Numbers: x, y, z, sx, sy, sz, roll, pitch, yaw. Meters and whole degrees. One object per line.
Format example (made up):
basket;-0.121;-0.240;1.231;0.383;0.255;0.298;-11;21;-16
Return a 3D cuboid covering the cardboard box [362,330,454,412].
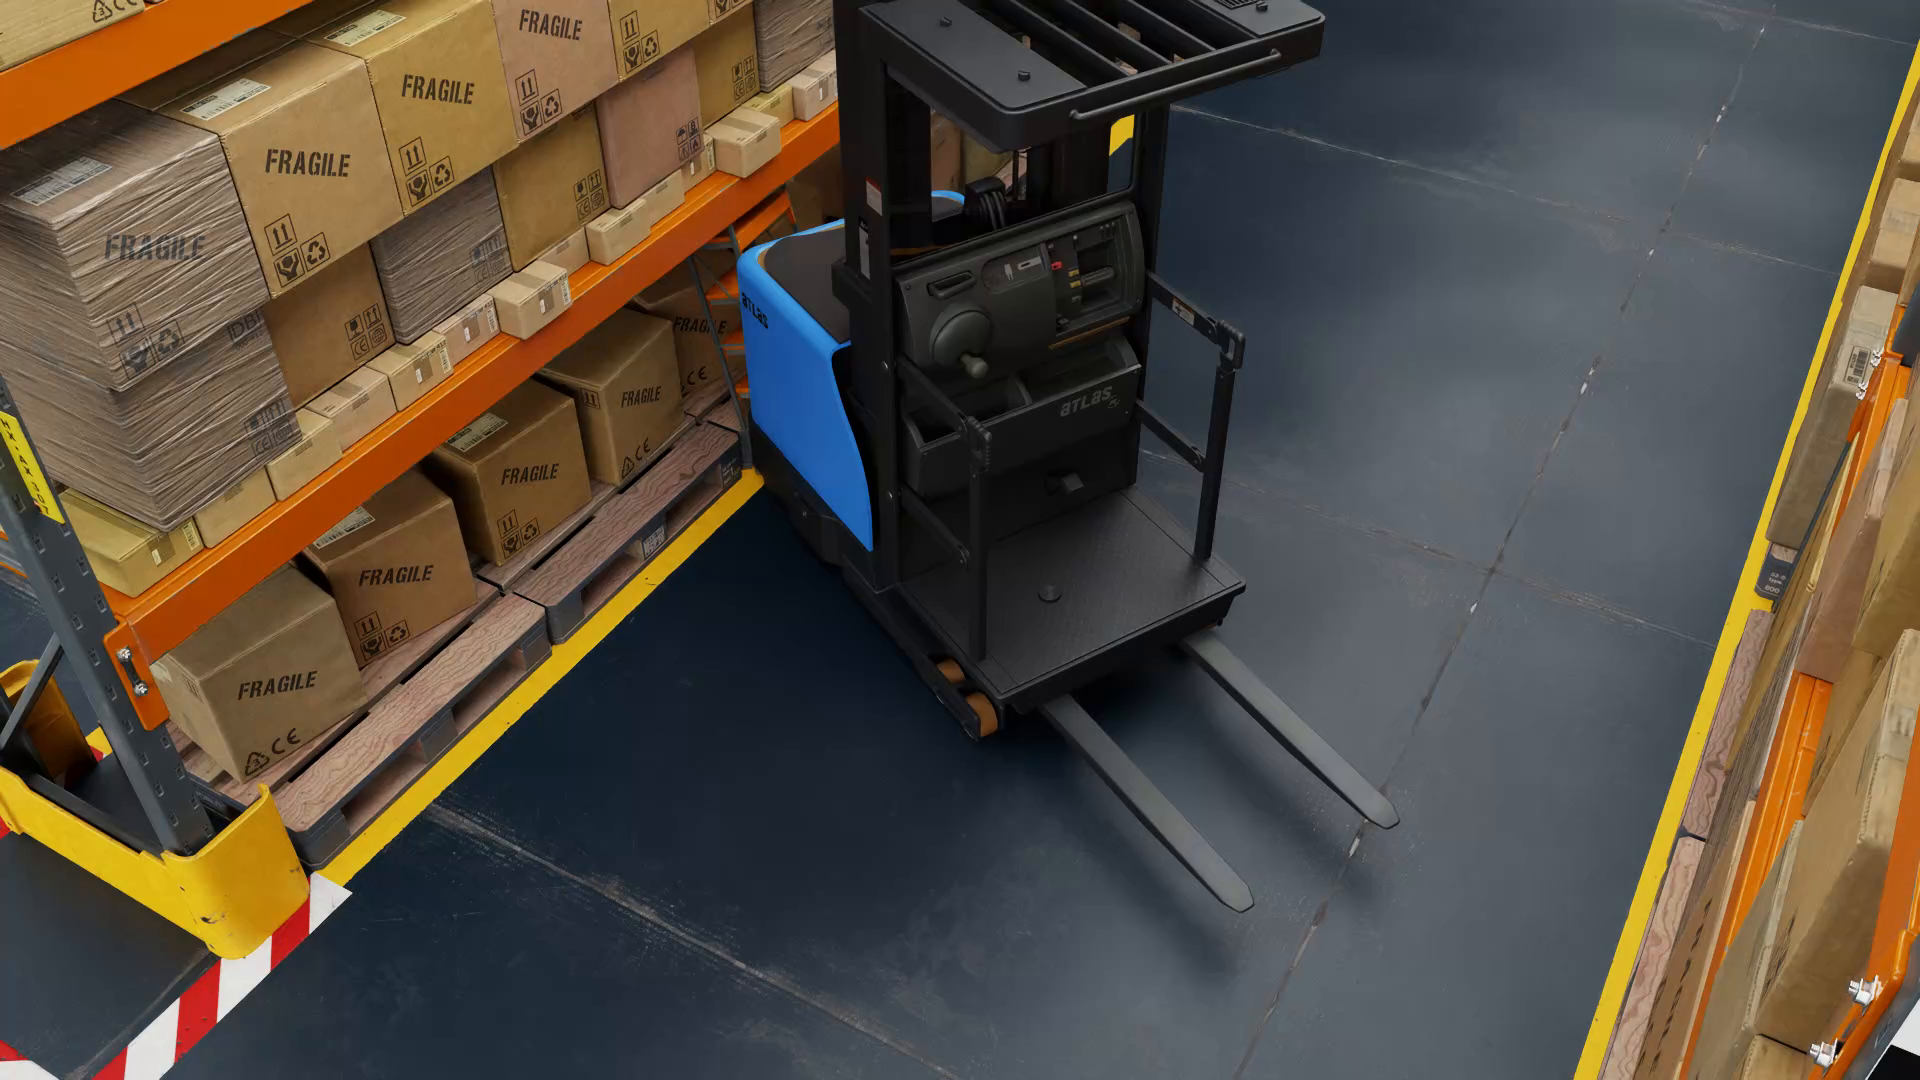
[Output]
cardboard box;-1.863;-0.589;5.339;0.380;0.149;0.250;21;45;22

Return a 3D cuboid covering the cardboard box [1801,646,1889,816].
cardboard box;2.535;0.463;3.841;0.875;0.550;0.500;21;45;22

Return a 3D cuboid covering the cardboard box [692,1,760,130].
cardboard box;-1.288;-1.960;6.405;0.875;0.500;0.500;21;45;22

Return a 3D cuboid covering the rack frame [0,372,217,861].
rack frame;-2.730;-0.033;4.518;1.000;3.000;0.127;21;45;22

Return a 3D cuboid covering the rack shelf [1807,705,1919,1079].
rack shelf;2.514;-0.335;3.136;1.077;0.370;4.000;21;45;22

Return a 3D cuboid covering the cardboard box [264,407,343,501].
cardboard box;-2.101;-0.298;5.009;0.380;0.149;0.250;21;45;22

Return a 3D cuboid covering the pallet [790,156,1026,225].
pallet;-0.340;-1.722;8.545;1.003;0.211;1.213;21;45;22

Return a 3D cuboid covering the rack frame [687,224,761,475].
rack frame;-0.883;-0.788;6.728;0.240;1.200;0.015;0;32;23

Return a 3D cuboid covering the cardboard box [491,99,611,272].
cardboard box;-1.737;-1.368;5.733;0.875;0.500;0.500;21;45;22

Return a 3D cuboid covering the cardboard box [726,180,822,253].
cardboard box;-0.963;-1.326;7.560;0.500;0.500;0.500;20;45;21

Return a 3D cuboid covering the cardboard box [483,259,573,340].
cardboard box;-1.547;-0.850;5.635;0.380;0.149;0.250;21;45;22

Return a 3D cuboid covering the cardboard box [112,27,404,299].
cardboard box;-1.963;-1.066;4.634;0.500;0.500;0.500;21;45;22

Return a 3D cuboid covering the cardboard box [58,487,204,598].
cardboard box;-2.381;-0.023;4.697;0.380;0.149;0.250;21;45;22

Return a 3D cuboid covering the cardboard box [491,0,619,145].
cardboard box;-1.469;-1.641;5.286;0.500;0.500;0.500;21;45;22

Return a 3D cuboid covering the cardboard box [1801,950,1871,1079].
cardboard box;1.733;1.004;2.410;0.875;0.550;0.550;21;45;22

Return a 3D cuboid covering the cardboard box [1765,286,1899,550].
cardboard box;3.748;-0.322;6.231;1.050;0.750;0.750;21;45;22

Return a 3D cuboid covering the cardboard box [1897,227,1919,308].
cardboard box;3.545;-1.049;5.595;0.500;0.500;0.500;21;45;22

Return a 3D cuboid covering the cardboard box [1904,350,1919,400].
cardboard box;3.341;-0.465;4.895;0.875;0.550;0.550;21;45;22

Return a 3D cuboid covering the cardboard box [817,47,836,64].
cardboard box;-0.582;-2.008;6.950;0.380;0.149;0.250;21;45;22

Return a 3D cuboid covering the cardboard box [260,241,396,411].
cardboard box;-2.285;-0.814;5.104;0.875;0.500;0.500;21;45;22

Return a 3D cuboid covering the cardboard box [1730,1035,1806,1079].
cardboard box;1.660;1.381;2.798;0.875;0.550;0.550;21;45;22

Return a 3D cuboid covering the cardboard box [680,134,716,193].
cardboard box;-1.160;-1.465;6.334;0.380;0.149;0.250;21;45;22

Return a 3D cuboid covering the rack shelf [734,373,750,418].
rack shelf;-0.745;-0.695;7.048;0.258;0.148;0.480;0;32;23

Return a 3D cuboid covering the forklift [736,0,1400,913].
forklift;0.335;-0.750;5.383;1.130;2.935;3.031;-23;46;-24

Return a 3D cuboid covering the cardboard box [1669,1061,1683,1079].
cardboard box;1.796;1.895;3.619;0.875;0.875;0.875;21;46;22

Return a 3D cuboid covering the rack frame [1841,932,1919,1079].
rack frame;1.511;1.664;2.591;0.949;2.616;0.053;21;45;22

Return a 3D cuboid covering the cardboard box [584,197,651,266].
cardboard box;-1.345;-1.154;5.981;0.380;0.149;0.250;21;45;22

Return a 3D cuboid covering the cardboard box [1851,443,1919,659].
cardboard box;2.478;0.037;3.508;0.875;0.550;0.500;21;45;22

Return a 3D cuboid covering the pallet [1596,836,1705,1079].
pallet;2.457;1.533;4.850;1.003;0.211;1.213;21;45;22

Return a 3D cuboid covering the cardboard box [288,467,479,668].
cardboard box;-2.134;0.042;6.006;0.500;0.500;0.500;-33;51;-32

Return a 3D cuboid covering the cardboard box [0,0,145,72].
cardboard box;-2.265;-1.293;3.792;0.500;0.250;0.500;22;46;23

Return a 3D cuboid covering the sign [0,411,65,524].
sign;-2.260;-0.179;4.029;0.100;0.325;0.005;21;45;22

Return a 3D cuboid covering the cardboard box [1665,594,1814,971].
cardboard box;2.692;0.870;4.783;0.875;0.875;0.875;21;46;22

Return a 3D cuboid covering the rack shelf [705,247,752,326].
rack shelf;-0.837;-1.051;6.840;0.258;0.148;0.480;0;32;23

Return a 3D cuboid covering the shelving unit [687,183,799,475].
shelving unit;-0.803;-0.919;6.917;0.258;1.200;0.503;0;32;23

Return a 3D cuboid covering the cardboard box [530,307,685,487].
cardboard box;-1.486;-0.615;6.752;0.500;0.500;0.500;17;44;18

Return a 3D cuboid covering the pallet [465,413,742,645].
pallet;-1.644;-0.179;6.793;1.003;0.211;1.213;21;45;22

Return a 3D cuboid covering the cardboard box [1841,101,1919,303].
cardboard box;4.700;-1.406;7.462;1.050;0.750;0.750;22;46;23

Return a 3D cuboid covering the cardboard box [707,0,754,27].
cardboard box;-0.965;-2.212;5.934;0.500;0.500;0.500;21;45;22

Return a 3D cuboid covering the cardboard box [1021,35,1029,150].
cardboard box;0.132;-2.480;8.855;0.700;0.500;0.500;17;44;19

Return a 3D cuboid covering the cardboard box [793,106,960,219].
cardboard box;-0.403;-1.893;8.189;0.700;0.500;0.500;18;44;19

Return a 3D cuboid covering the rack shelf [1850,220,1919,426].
rack shelf;4.516;-1.498;6.726;1.077;0.370;4.000;21;45;22

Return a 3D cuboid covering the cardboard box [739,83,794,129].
cardboard box;-0.892;-1.745;6.652;0.380;0.149;0.250;21;45;22

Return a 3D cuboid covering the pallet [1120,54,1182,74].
pallet;0.881;-3.118;10.131;1.003;0.211;1.213;21;45;22
